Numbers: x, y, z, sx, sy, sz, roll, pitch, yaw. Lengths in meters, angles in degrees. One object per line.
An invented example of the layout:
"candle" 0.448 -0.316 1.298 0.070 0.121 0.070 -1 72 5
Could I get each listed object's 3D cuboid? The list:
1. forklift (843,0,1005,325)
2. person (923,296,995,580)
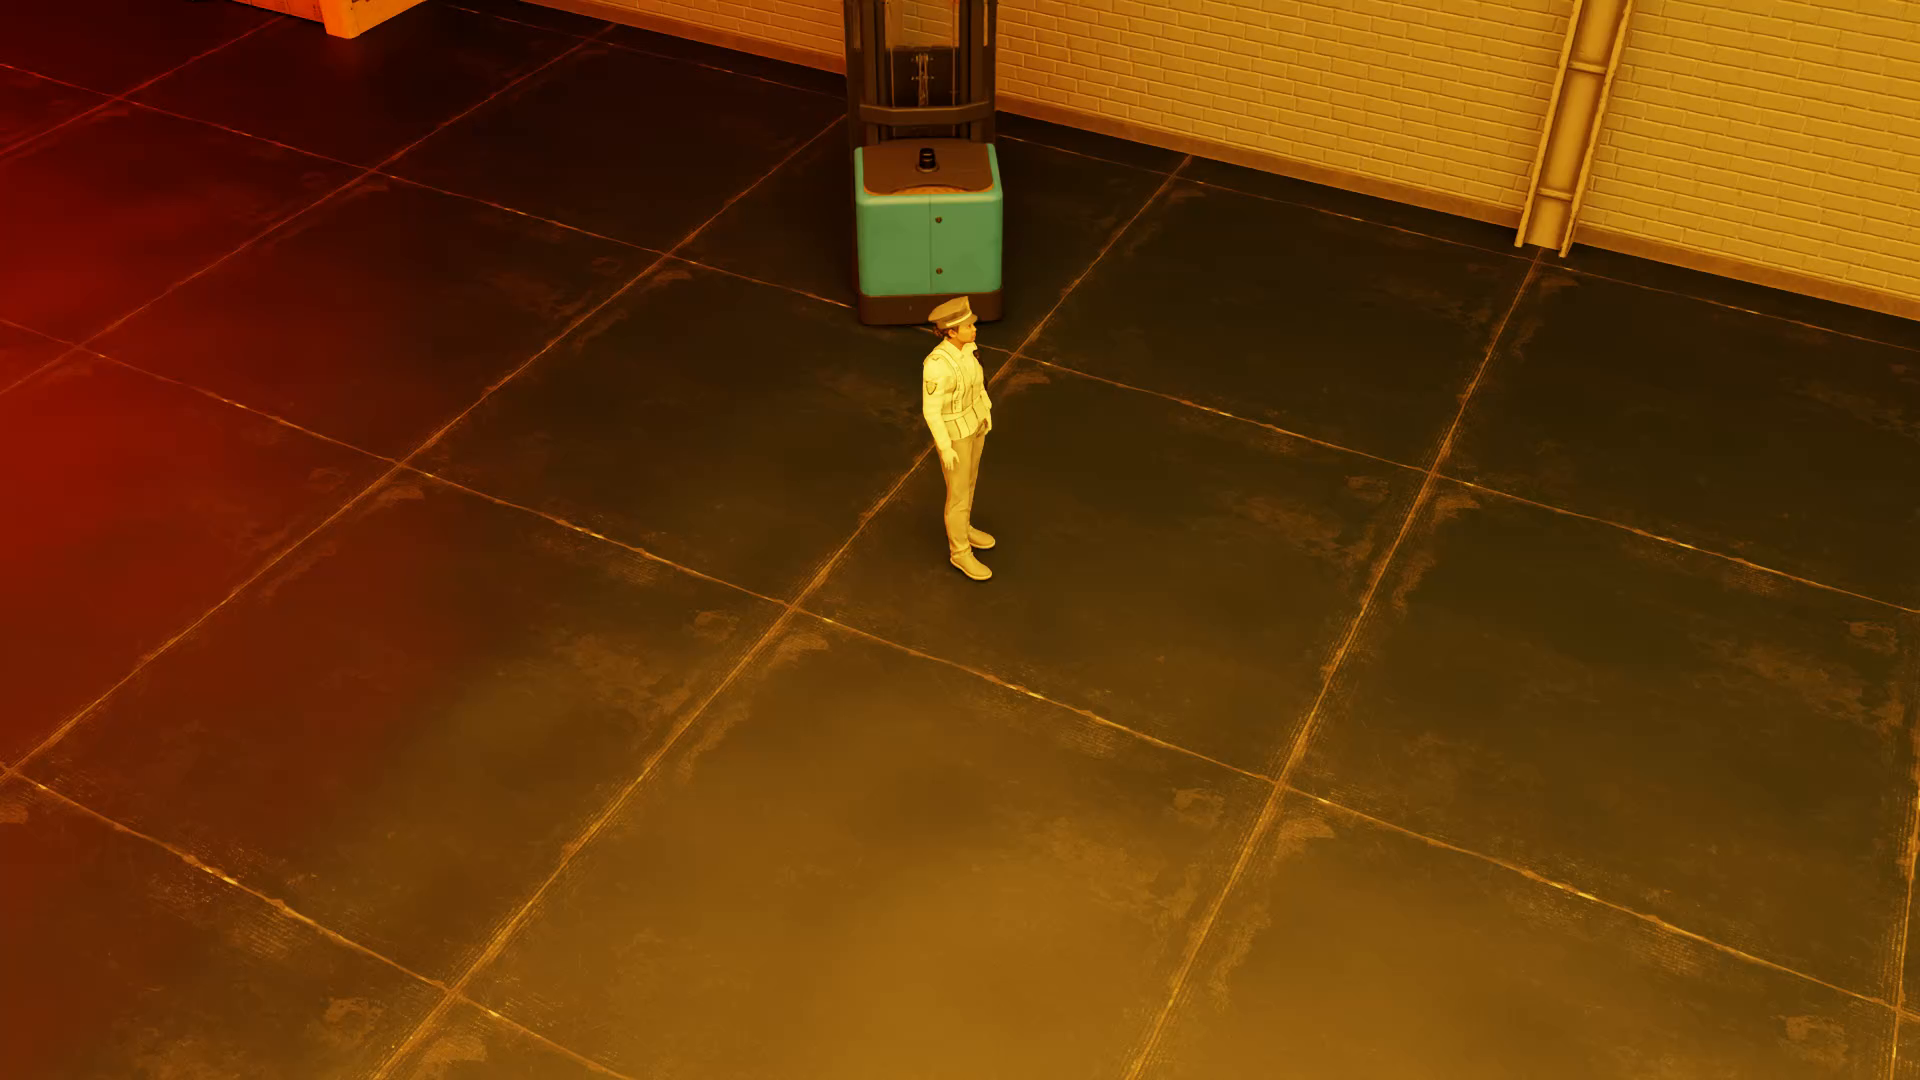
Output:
"forklift" -0.300 -3.605 12.267 1.130 2.935 3.031 -2 40 -3
"person" 0.057 -0.629 9.682 0.531 1.694 0.586 18 43 21
